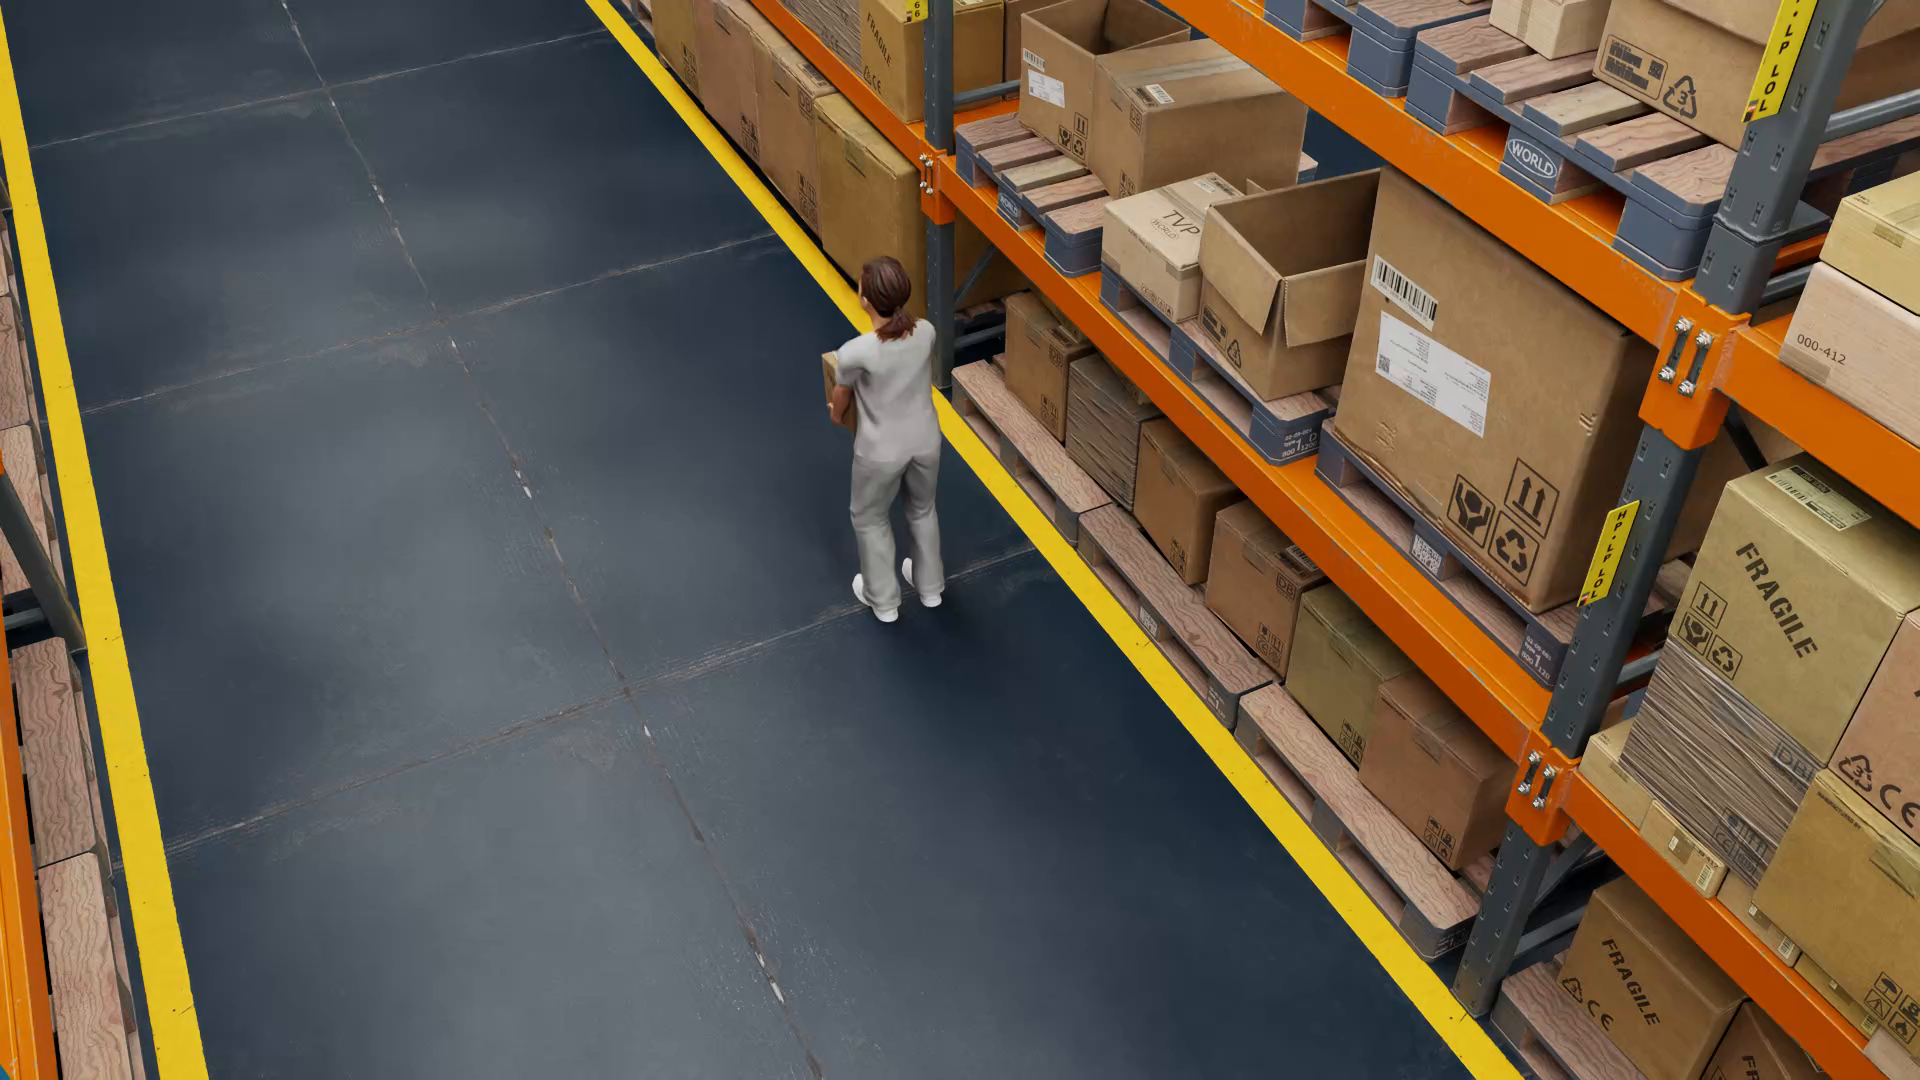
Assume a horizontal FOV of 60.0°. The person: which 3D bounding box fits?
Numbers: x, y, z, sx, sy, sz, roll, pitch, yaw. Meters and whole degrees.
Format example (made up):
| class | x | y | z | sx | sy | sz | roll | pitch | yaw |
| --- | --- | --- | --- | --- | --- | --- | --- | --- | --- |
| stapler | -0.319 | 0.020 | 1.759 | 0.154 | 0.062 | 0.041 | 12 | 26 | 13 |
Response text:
| class | x | y | z | sx | sy | sz | roll | pitch | yaw |
| --- | --- | --- | --- | --- | --- | --- | --- | --- | --- |
| person | -0.307 | -0.425 | 6.653 | 0.410 | 1.667 | 0.506 | -20 | 45 | -21 |
